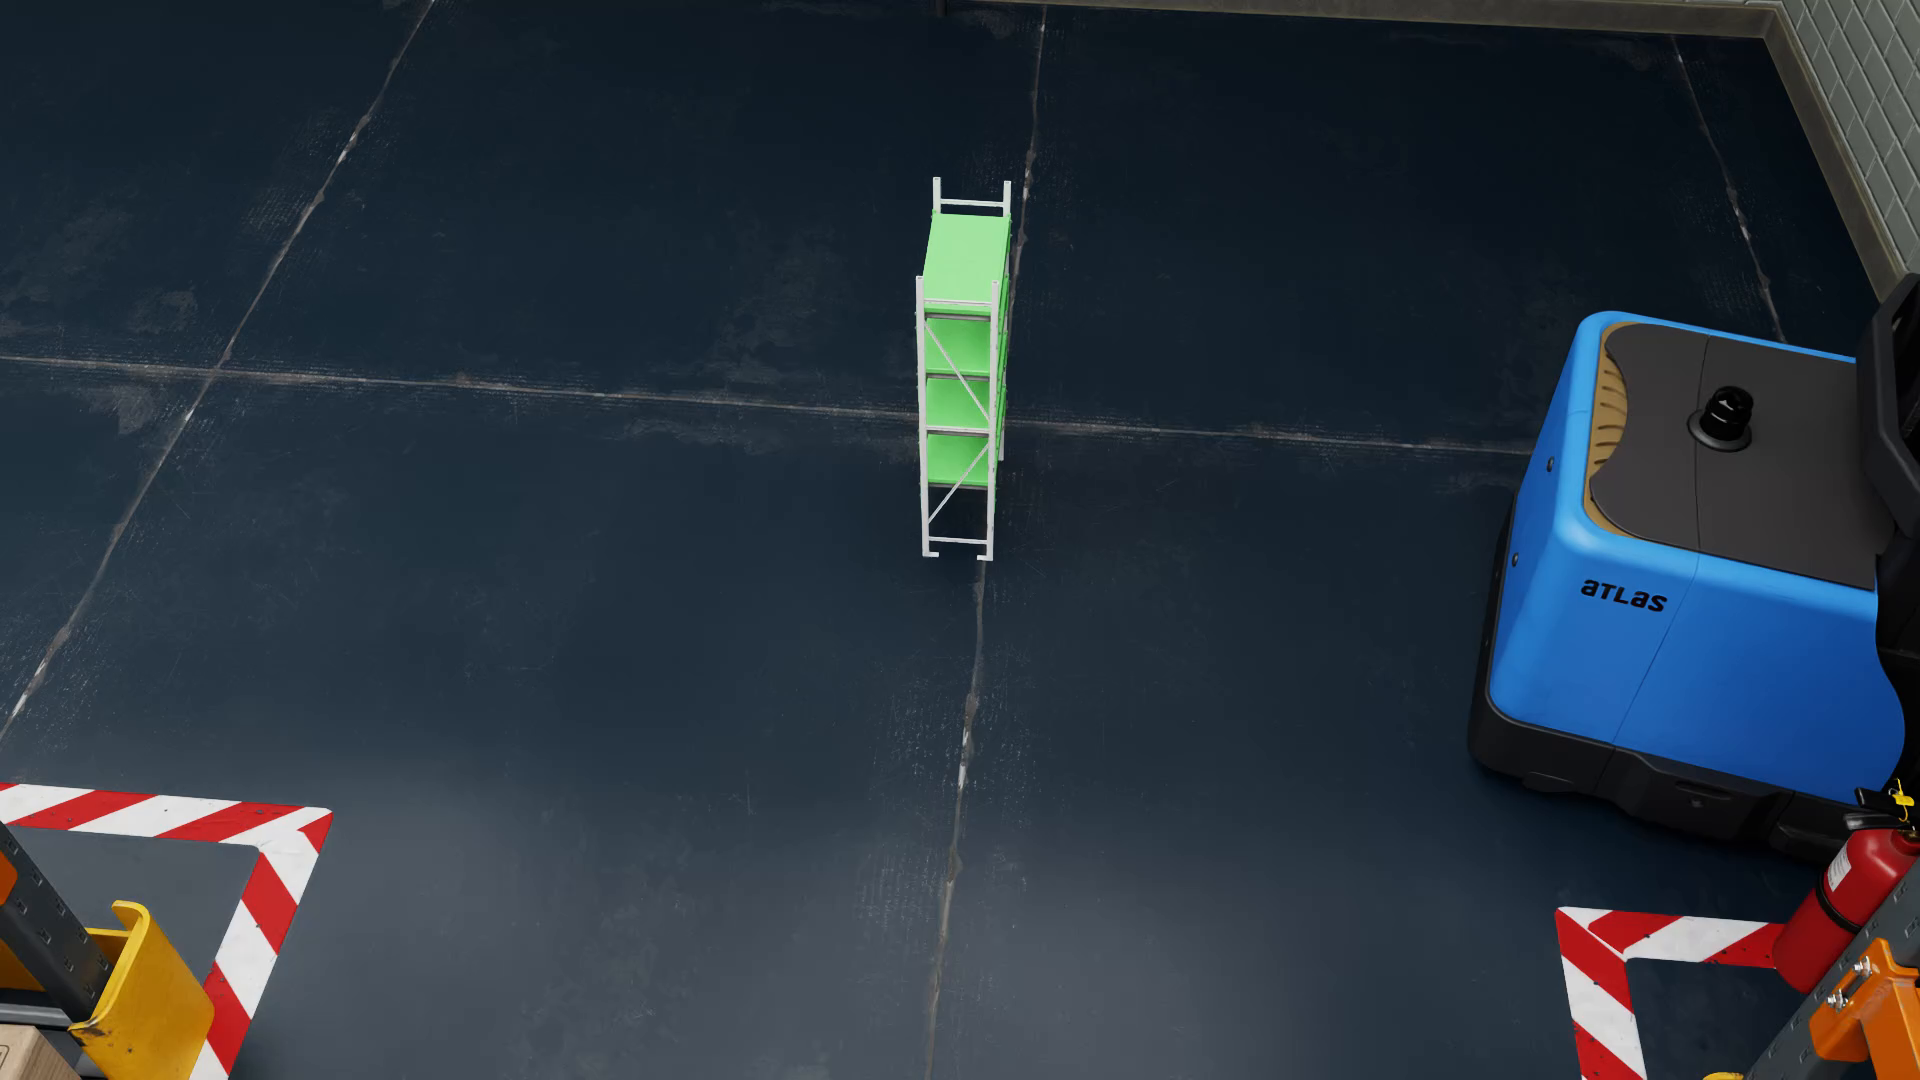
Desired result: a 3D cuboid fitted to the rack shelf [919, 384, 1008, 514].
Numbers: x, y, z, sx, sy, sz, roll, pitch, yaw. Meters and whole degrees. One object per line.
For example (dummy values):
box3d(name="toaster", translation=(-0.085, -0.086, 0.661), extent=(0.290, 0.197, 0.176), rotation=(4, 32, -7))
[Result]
box3d(name="rack shelf", translation=(0.015, -0.321, 5.643), extent=(0.258, 0.148, 0.480), rotation=(4, 48, 4))

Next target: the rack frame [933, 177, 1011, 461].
box3d(name="rack frame", translation=(0.037, -0.706, 5.583), extent=(0.240, 1.200, 0.015), rotation=(4, 48, 4))

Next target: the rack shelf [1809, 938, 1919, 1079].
box3d(name="rack shelf", translation=(2.124, 2.400, 2.010), extent=(1.077, 0.370, 4.000), rotation=(4, 48, 4))

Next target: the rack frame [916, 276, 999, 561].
box3d(name="rack frame", translation=(-0.007, -0.347, 5.255), extent=(0.240, 1.200, 0.015), rotation=(4, 48, 4))

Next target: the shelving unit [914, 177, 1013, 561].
box3d(name="shelving unit", translation=(0.015, -0.527, 5.419), extent=(0.258, 1.200, 0.503), rotation=(4, 48, 4))

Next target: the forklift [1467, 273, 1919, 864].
box3d(name="forklift", translation=(3.125, -0.280, 4.020), extent=(3.031, 2.935, 1.130), rotation=(14, 49, 12))

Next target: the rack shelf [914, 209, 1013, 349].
box3d(name="rack shelf", translation=(0.015, -0.807, 5.111), extent=(0.258, 0.148, 0.480), rotation=(4, 48, 4))

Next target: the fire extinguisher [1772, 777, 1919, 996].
box3d(name="fire extinguisher", translation=(1.859, 0.700, 3.382), extent=(0.296, 0.674, 0.183), rotation=(4, 48, 4))

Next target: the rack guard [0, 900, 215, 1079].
box3d(name="rack guard", translation=(-2.635, 1.182, 4.330), extent=(1.175, 0.500, 0.348), rotation=(4, 48, 4))

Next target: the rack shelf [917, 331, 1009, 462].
box3d(name="rack shelf", translation=(0.015, -0.483, 5.466), extent=(0.258, 0.148, 0.480), rotation=(4, 48, 4))

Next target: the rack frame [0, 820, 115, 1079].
box3d(name="rack frame", translation=(-2.637, 0.356, 3.391), extent=(1.000, 3.000, 0.127), rotation=(4, 48, 4))

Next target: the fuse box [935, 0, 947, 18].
box3d(name="fuse box", translation=(-0.068, -3.106, 7.431), extent=(0.539, 1.711, 0.414), rotation=(4, 48, 4))

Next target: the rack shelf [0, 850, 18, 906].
box3d(name="rack shelf", translation=(-2.820, 2.069, 2.313), extent=(1.077, 0.370, 4.000), rotation=(4, 48, 4))

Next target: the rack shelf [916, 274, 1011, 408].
box3d(name="rack shelf", translation=(0.015, -0.645, 5.289), extent=(0.258, 0.148, 0.480), rotation=(4, 48, 4))

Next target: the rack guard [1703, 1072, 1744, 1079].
box3d(name="rack guard", translation=(2.299, 1.587, 3.960), extent=(1.175, 0.500, 0.348), rotation=(4, 48, 4))

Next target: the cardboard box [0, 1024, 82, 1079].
box3d(name="cardboard box", translation=(-2.598, 1.571, 3.732), extent=(0.875, 0.438, 0.875), rotation=(2, 48, 2))
